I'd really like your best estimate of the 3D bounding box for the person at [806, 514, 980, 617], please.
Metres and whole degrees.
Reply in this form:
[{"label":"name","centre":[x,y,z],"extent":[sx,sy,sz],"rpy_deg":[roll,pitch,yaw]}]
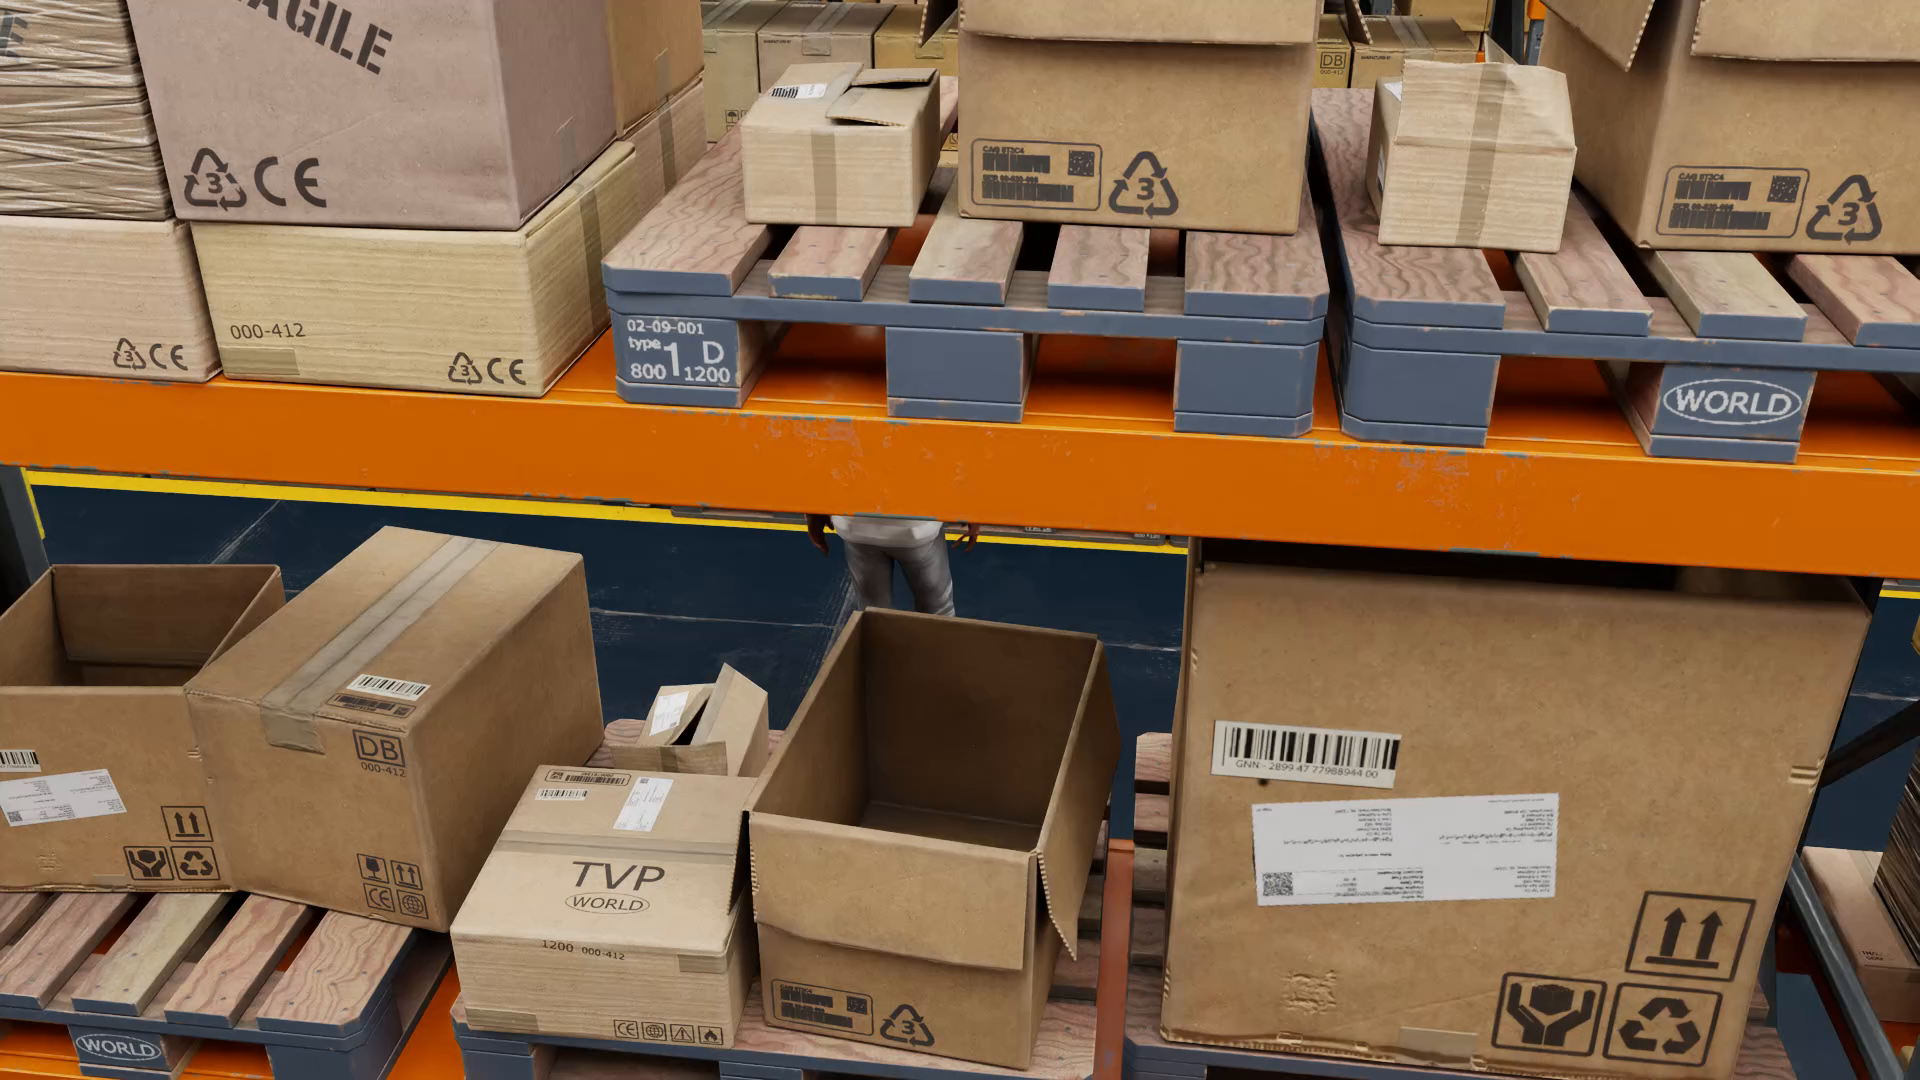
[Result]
[{"label":"person","centre":[-0.251,-0.106,6.277],"extent":[0.665,1.768,0.574],"rpy_deg":[3,28,6]}]
